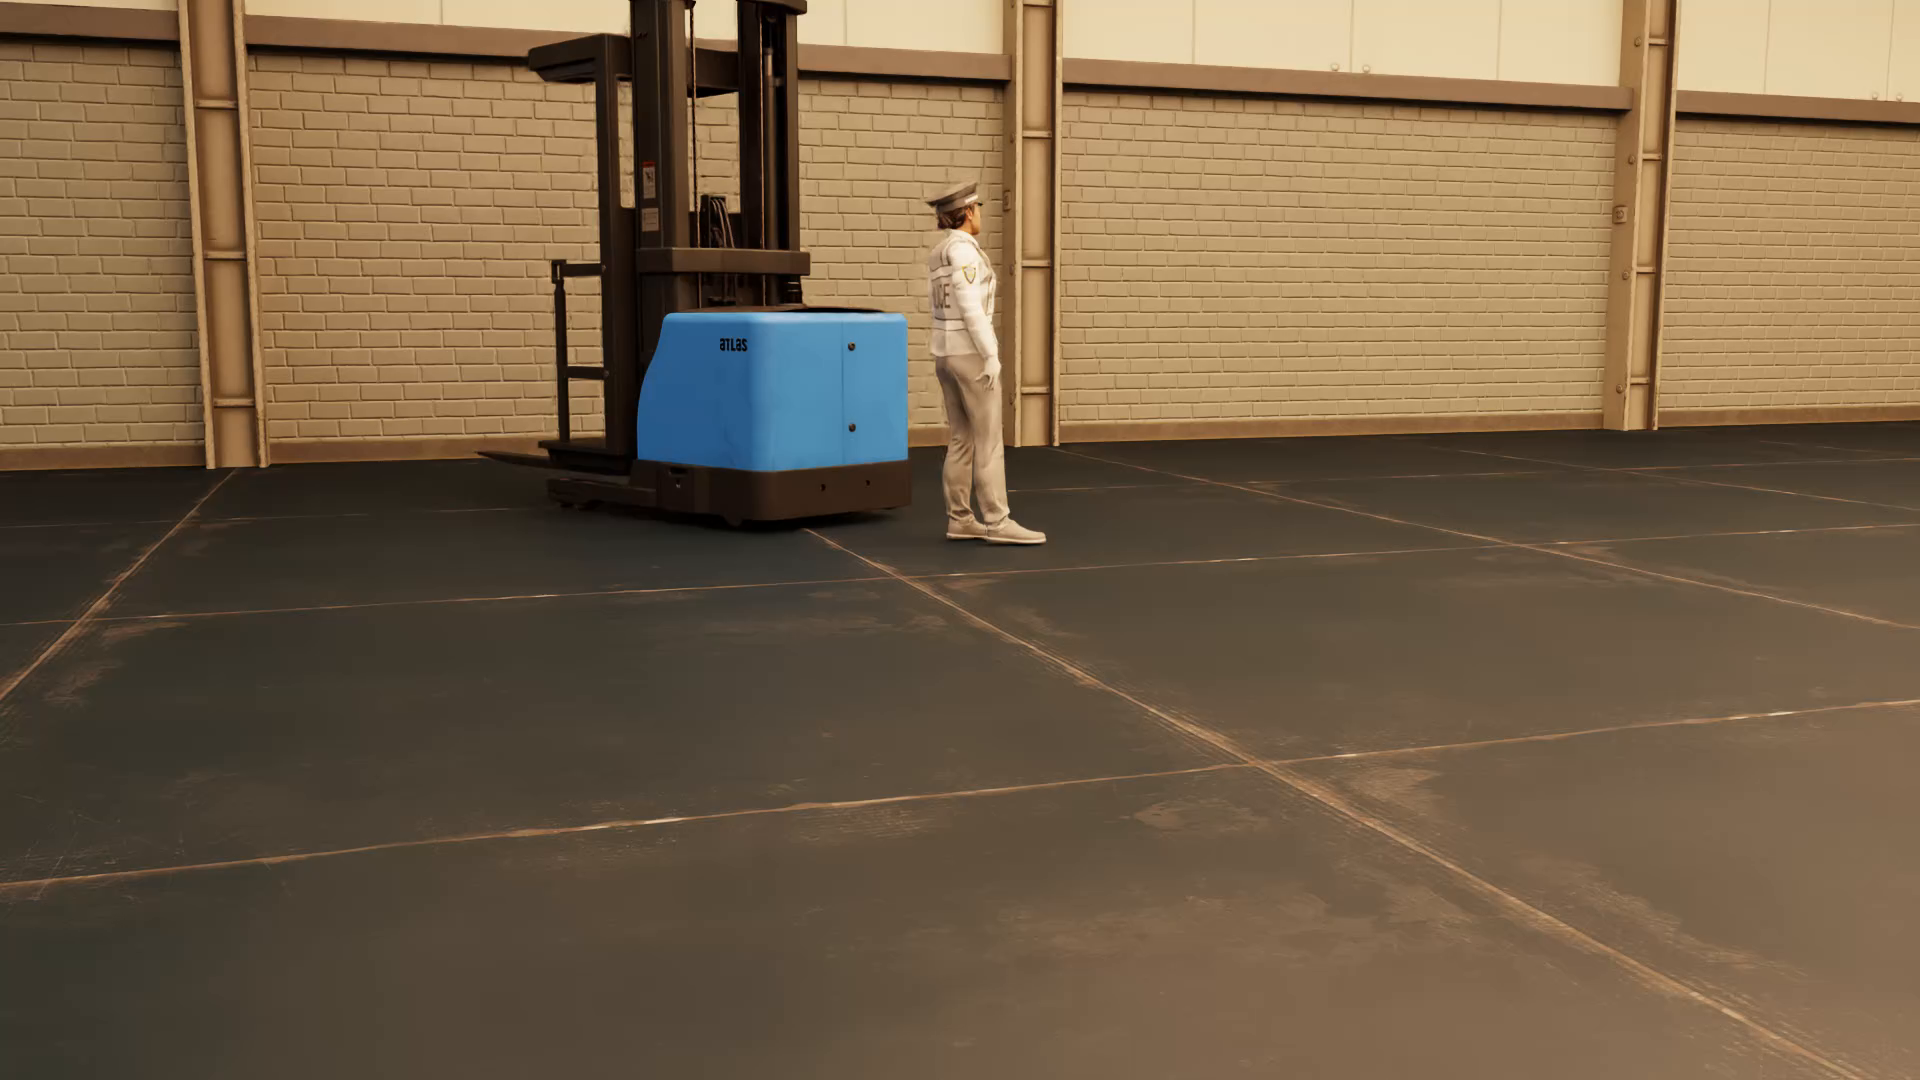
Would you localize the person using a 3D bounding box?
[{"bbox_3d":[0.087,-0.842,7.843,0.497,1.693,0.598,-3,8,-20],"label":"person"}]

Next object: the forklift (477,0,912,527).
[{"bbox_3d":[-1.662,-1.661,9.259,3.031,2.935,1.130,7,11,44],"label":"forklift"}]
